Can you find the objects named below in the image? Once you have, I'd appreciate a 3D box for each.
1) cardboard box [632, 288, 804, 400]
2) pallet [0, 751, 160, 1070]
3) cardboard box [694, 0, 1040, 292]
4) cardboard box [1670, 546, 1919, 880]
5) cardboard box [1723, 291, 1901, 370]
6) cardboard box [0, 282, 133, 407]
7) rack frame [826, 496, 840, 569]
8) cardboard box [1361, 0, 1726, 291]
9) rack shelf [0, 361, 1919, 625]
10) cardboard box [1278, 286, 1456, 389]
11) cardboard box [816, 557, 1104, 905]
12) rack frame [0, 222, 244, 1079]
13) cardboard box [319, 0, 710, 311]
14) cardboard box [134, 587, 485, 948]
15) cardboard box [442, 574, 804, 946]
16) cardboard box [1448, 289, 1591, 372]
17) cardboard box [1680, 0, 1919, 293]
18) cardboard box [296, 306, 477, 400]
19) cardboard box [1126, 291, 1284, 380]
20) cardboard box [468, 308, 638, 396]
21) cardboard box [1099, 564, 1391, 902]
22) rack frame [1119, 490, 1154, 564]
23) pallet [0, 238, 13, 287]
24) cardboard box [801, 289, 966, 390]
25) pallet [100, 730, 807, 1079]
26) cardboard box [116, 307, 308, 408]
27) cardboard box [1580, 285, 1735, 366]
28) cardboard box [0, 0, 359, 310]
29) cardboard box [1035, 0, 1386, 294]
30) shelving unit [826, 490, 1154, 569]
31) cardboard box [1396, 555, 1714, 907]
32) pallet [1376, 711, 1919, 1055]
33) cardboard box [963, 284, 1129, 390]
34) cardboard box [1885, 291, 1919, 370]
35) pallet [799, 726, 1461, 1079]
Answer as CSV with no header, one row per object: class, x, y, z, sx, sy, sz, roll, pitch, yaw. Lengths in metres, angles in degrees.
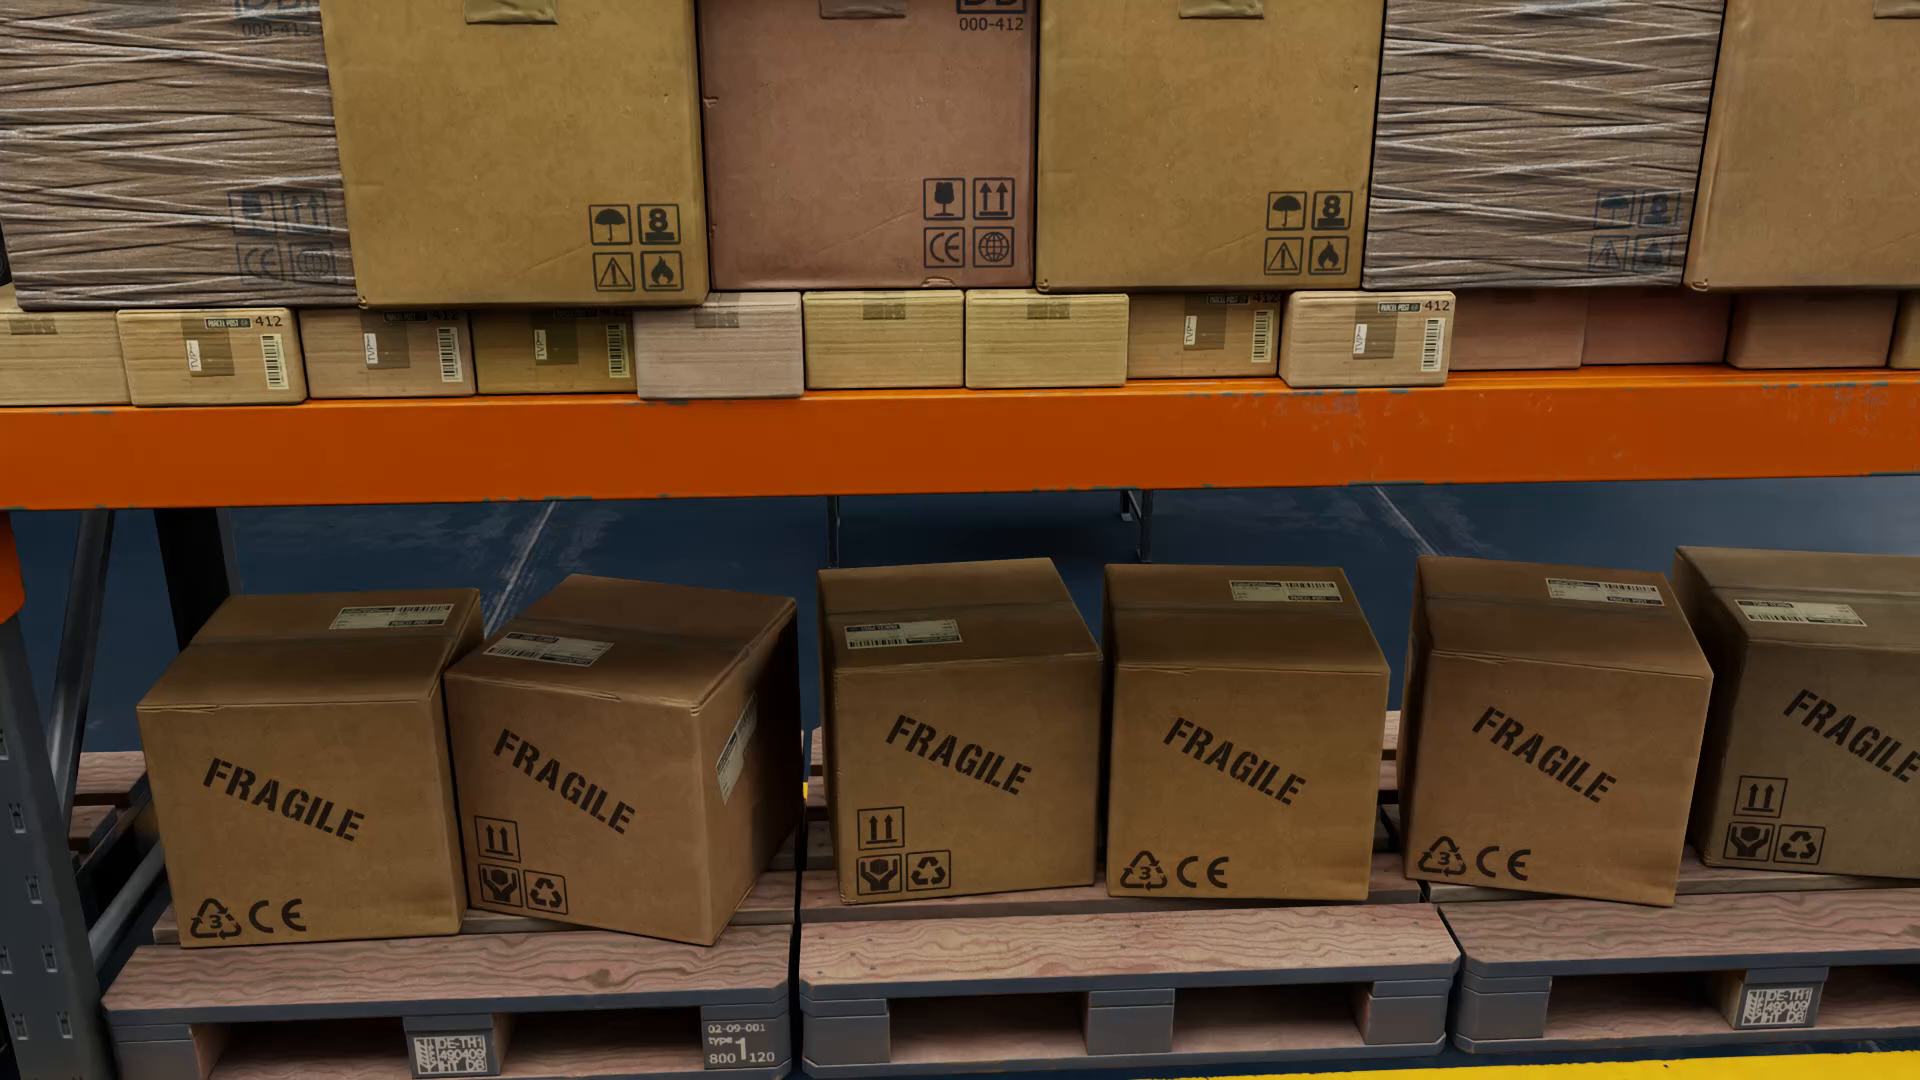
cardboard box,-0.374,-0.349,2.675,0.250,0.149,0.380,-1,21,-3
pallet,-2.382,0.765,3.315,1.213,0.211,1.003,-1,21,-3
cardboard box,-0.158,-0.771,2.872,0.500,0.500,0.875,-1,21,-3
cardboard box,1.764,0.343,3.427,0.500,0.500,0.500,3,21,7
cardboard box,1.369,-0.411,2.839,0.250,0.149,0.380,-1,21,-3
cardboard box,-1.373,-0.335,2.637,0.250,0.149,0.380,-1,21,-3
rack frame,-0.422,-0.692,5.332,0.032,1.500,0.500,-1,21,-3
cardboard box,0.844,-0.772,2.876,0.500,0.500,0.875,-1,21,-3
rack shelf,0.392,-0.259,3.096,4.000,0.370,1.077,-1,21,-3
cardboard box,0.624,-0.371,2.734,0.250,0.149,0.380,-1,21,-3
cardboard box,-0.017,0.369,3.360,0.500,0.500,0.500,-3,21,-8
rack frame,-1.605,-0.554,2.862,0.127,3.000,1.000,-1,21,-3
cardboard box,-0.651,-0.725,2.751,0.500,0.500,0.875,-1,21,-3
cardboard box,-1.204,0.424,3.216,0.500,0.500,0.500,-2,21,-5
cardboard box,-0.632,0.409,3.253,0.500,0.500,0.500,5,22,14
cardboard box,0.869,-0.408,2.830,0.250,0.149,0.380,-1,21,-3
cardboard box,1.345,-0.767,2.862,0.500,0.500,0.875,-1,21,-3
cardboard box,-0.875,-0.350,2.678,0.250,0.149,0.380,-1,21,-3
cardboard box,0.370,-0.391,2.785,0.250,0.149,0.380,-1,21,-3
cardboard box,-0.626,-0.358,2.700,0.250,0.149,0.380,-1,21,-3
cardboard box,0.543,0.373,3.348,0.500,0.500,0.500,1,21,2
rack frame,0.593,-0.713,5.386,0.032,1.500,0.500,-1,21,-3
pallet,-2.376,-0.501,2.991,1.213,0.211,1.003,-1,21,-3
cardboard box,-0.127,-0.369,2.727,0.250,0.149,0.380,-1,21,-3
pallet,-0.937,0.723,3.427,1.213,0.211,1.003,-1,21,-3
cardboard box,-1.123,-0.335,2.638,0.250,0.149,0.380,-1,21,-3
cardboard box,1.117,-0.421,2.864,0.250,0.149,0.380,-1,21,-3
cardboard box,-1.152,-0.727,2.757,0.500,0.500,0.875,-1,21,-3
cardboard box,0.344,-0.766,2.860,0.500,0.500,0.875,-1,21,-3
shelving unit,0.085,-0.703,5.359,1.048,1.500,0.538,-1,21,-3
cardboard box,1.169,0.367,3.364,0.500,0.500,0.500,4,21,11
pallet,1.499,0.673,3.557,1.213,0.211,1.003,-1,21,-3
cardboard box,0.123,-0.370,2.730,0.250,0.149,0.380,-1,21,-3
cardboard box,1.619,-0.411,2.838,0.250,0.149,0.380,-1,21,-3
pallet,0.284,0.697,3.495,1.213,0.211,1.003,-1,21,-3
